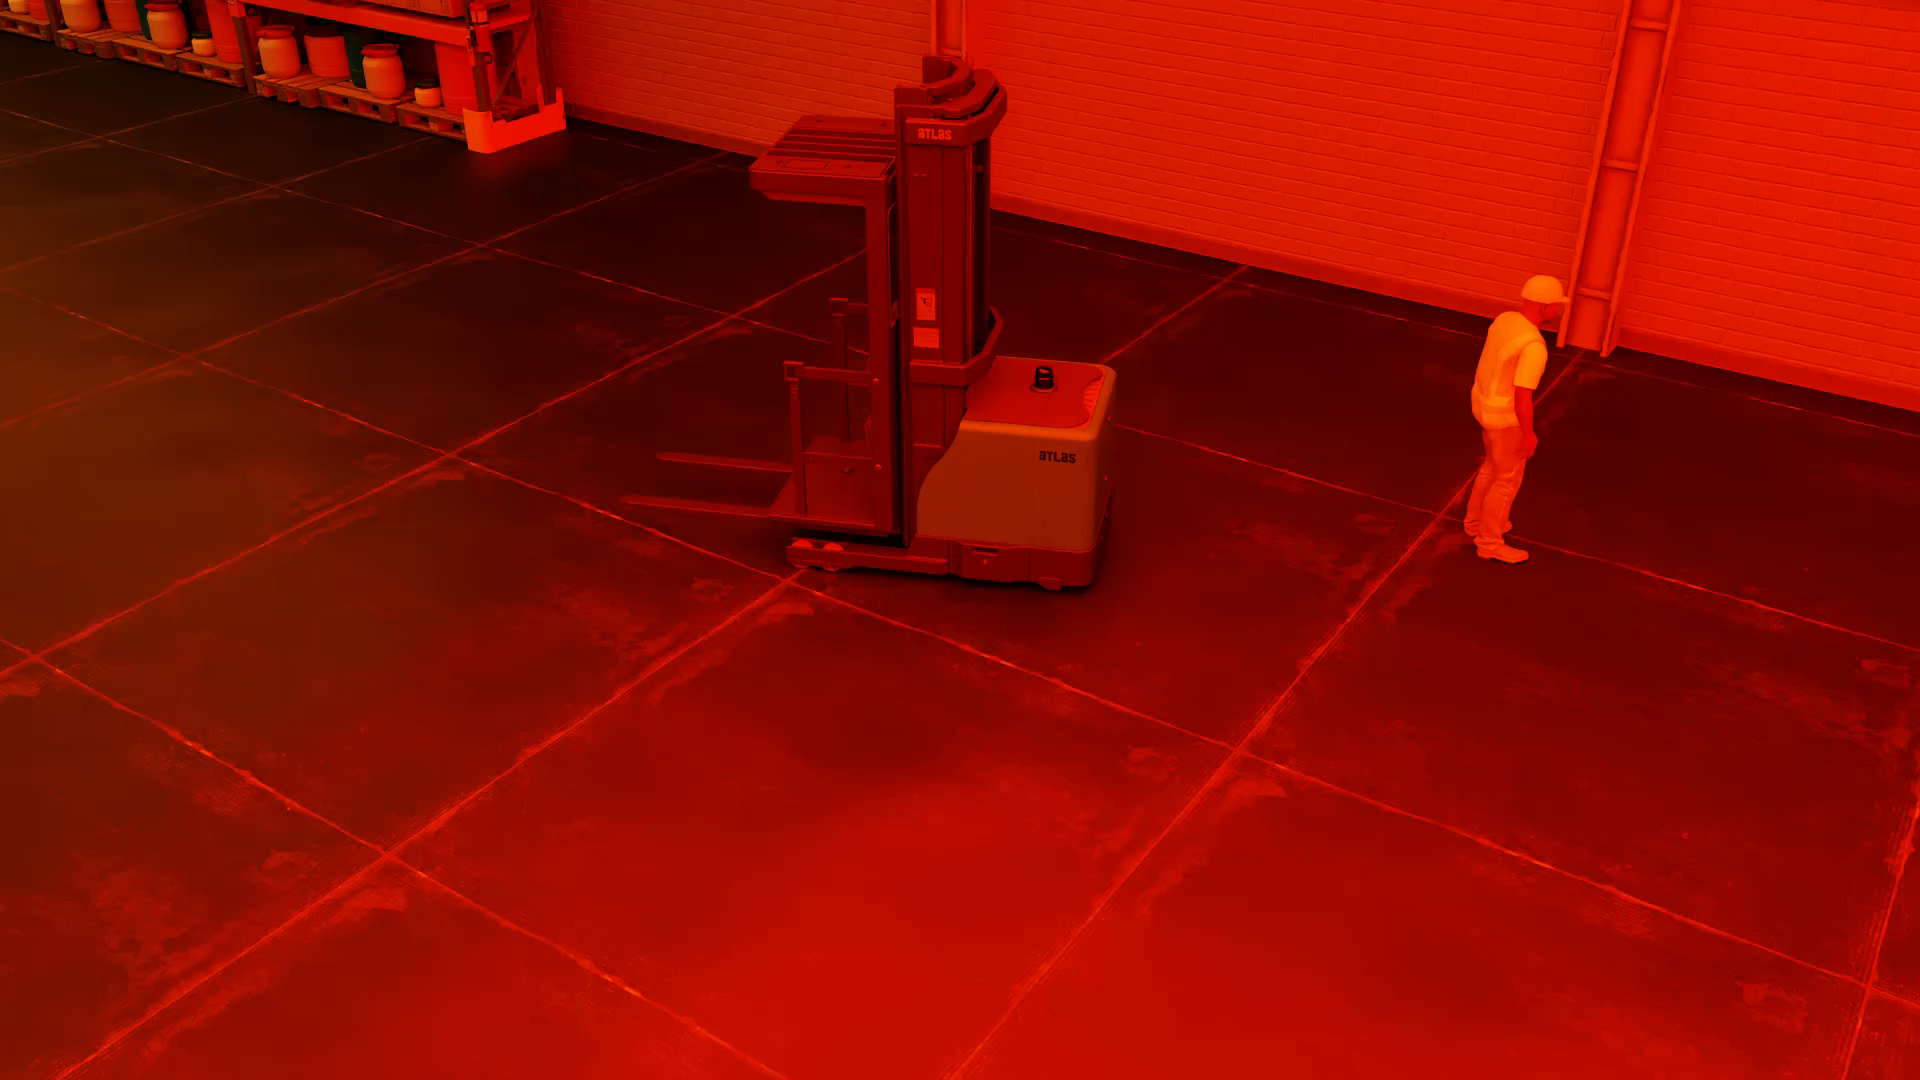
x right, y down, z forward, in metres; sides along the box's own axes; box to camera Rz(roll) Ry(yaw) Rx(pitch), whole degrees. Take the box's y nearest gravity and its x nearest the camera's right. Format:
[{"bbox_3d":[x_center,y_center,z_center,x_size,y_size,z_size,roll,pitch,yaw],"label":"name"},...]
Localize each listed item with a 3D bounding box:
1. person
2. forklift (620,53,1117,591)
[{"bbox_3d":[3.332,-0.756,10.054,0.460,1.759,0.634,-1,30,-1],"label":"person"},{"bbox_3d":[-0.596,-1.330,9.871,3.031,2.935,1.130,6,31,10],"label":"forklift"}]
